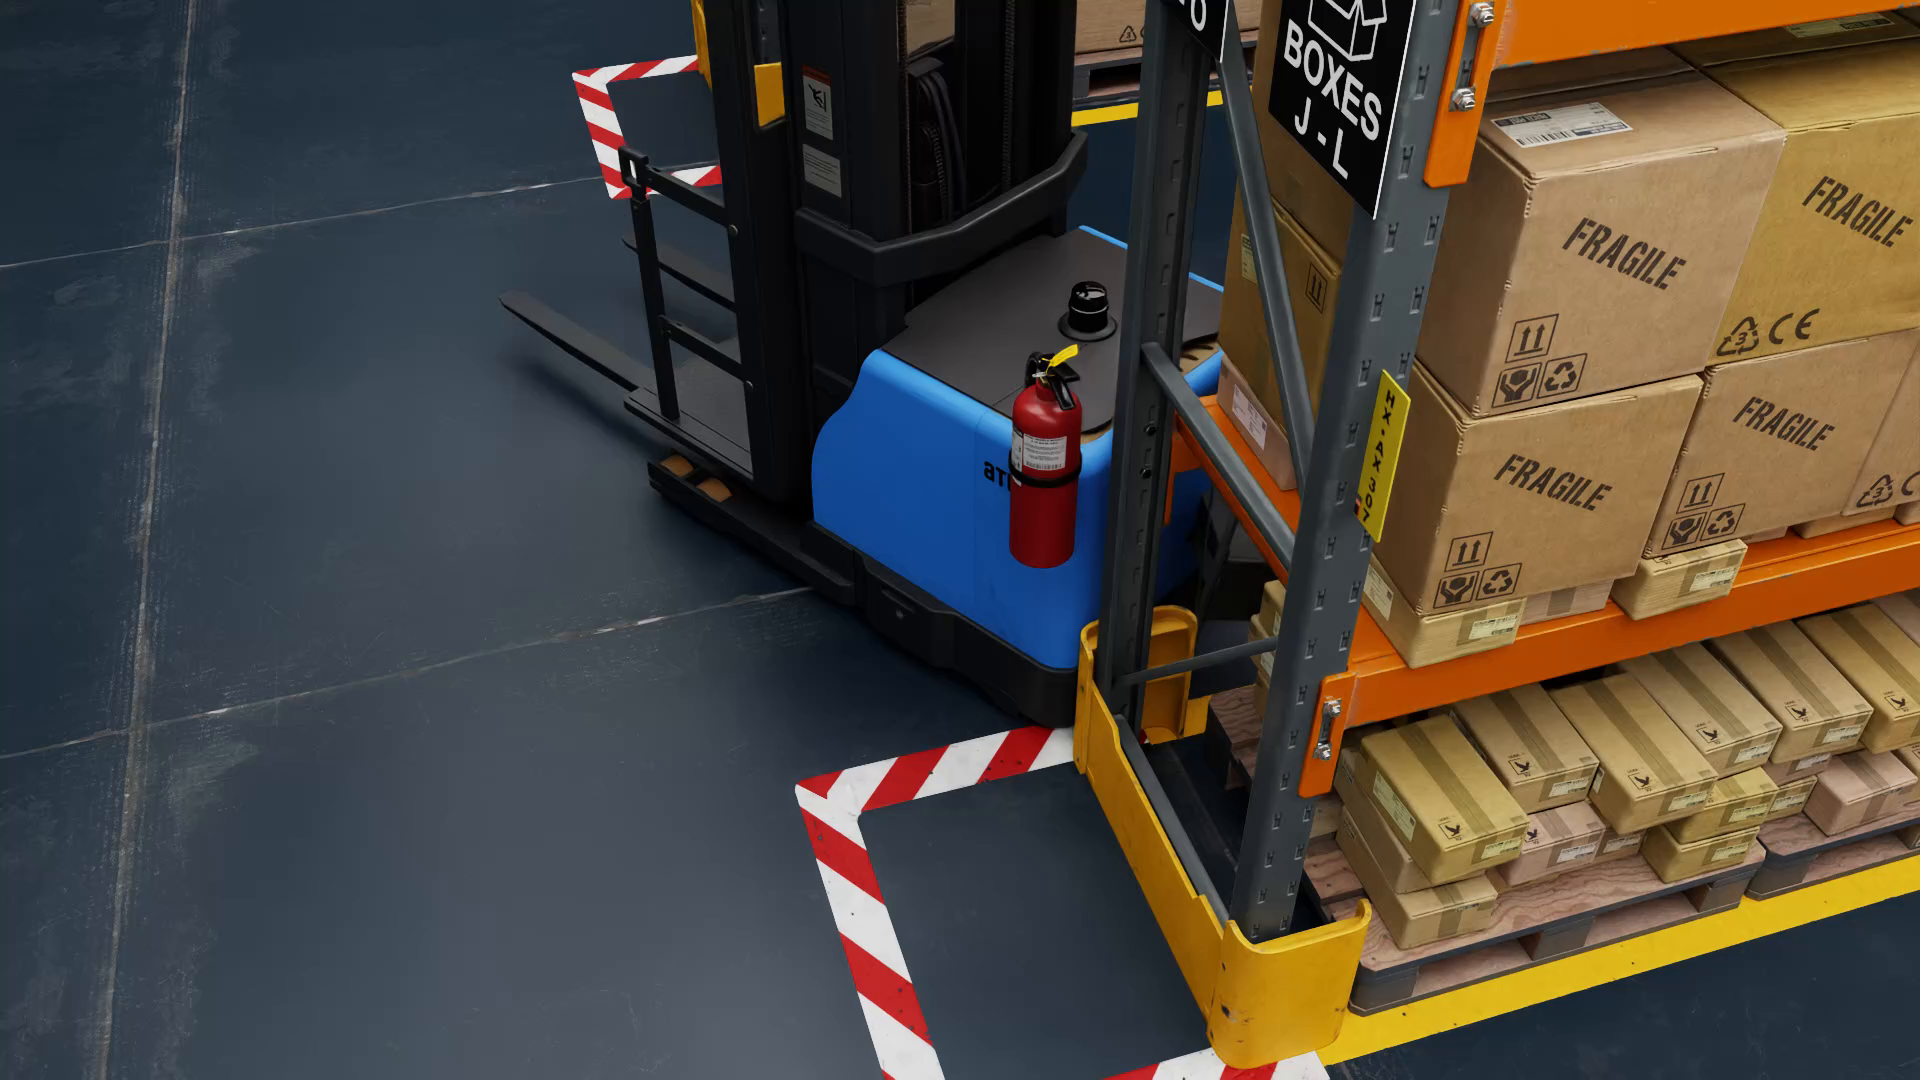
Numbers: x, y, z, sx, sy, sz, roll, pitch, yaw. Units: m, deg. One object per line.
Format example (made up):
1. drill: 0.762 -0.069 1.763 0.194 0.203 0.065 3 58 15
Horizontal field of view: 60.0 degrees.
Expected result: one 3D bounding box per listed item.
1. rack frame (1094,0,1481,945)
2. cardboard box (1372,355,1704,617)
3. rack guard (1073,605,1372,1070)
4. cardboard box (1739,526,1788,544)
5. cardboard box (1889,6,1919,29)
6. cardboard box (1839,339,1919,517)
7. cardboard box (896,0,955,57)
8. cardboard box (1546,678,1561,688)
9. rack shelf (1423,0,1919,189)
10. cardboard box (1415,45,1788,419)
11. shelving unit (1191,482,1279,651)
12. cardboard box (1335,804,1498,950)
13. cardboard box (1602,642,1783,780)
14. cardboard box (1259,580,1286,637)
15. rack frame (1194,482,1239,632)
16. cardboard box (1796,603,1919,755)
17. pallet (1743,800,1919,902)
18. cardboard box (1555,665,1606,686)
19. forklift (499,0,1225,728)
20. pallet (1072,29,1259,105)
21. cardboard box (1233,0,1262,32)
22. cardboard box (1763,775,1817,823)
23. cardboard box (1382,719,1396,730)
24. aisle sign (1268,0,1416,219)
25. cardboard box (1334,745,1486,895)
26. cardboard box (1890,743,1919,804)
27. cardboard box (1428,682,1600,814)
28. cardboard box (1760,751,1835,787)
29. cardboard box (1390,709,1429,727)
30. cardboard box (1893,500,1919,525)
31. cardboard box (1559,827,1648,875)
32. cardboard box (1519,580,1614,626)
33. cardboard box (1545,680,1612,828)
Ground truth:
1. rack frame: 0.590 -0.162 3.656 0.127 3.000 1.000 -12 42 -13
2. cardboard box: 1.101 -0.227 3.428 0.500 0.500 0.500 -10 42 -11
3. rack guard: 0.662 0.764 4.495 0.348 0.500 1.175 -12 42 -13
4. cardboard box: 1.706 -0.159 3.843 0.250 0.149 0.380 -10 42 -11
5. cardboard box: 2.080 -0.803 3.327 0.500 0.500 0.500 -13 43 -14
6. cardboard box: 2.075 -0.438 3.669 0.500 0.500 0.500 -11 42 -12
7. cardboard box: -0.394 -2.635 8.114 0.875 0.438 0.875 -13 43 -15
8. cardboard box: 1.753 0.349 4.918 0.250 0.149 0.380 -11 42 -13
9. rack shelf: 2.497 -1.416 3.358 4.000 0.370 1.077 -12 42 -13
10. cardboard box: 1.098 -0.610 3.107 0.500 0.500 0.500 -12 43 -13
11. shelving unit: 1.043 -0.431 4.614 0.503 2.100 0.431 3 39 -12
12. cardboard box: 1.186 0.851 4.344 0.250 0.149 0.380 -11 42 -12
13. cardboard box: 1.909 0.439 4.364 0.250 0.149 0.380 -14 43 -15
14. cardboard box: 1.018 0.266 4.562 0.250 0.149 0.380 -11 42 -13
15. rack frame: 0.805 -0.446 4.564 0.015 2.100 0.400 3 39 -12
16. cardboard box: 2.441 0.366 4.446 0.250 0.149 0.380 -11 42 -12
17. pallet: 2.609 0.496 5.022 1.213 0.211 1.003 -12 42 -13
18. cardboard box: 1.790 0.266 4.788 0.250 0.149 0.380 -12 43 -14
19. forklift: -0.461 -1.379 5.101 3.031 2.935 1.130 31 50 30
20. pallet: 0.907 -2.644 8.616 1.213 0.211 1.003 -12 42 -13
21. cardboard box: 1.337 -2.998 8.530 0.875 0.438 0.875 -13 43 -14
22. cardboard box: 2.137 0.602 4.628 0.250 0.149 0.380 -12 42 -13
23. cardboard box: 1.244 0.404 4.855 0.250 0.149 0.380 -10 42 -12
24. aisle sign: 0.610 -0.938 2.568 0.004 0.787 0.394 -12 42 -13
25. cardboard box: 1.167 0.699 4.292 0.250 0.149 0.380 -10 42 -11
26. cardboard box: 2.657 0.537 4.704 0.250 0.149 0.380 -12 42 -13
27. cardboard box: 1.418 0.509 4.283 0.250 0.149 0.380 -11 42 -12
28. cardboard box: 2.153 0.482 4.540 0.250 0.149 0.380 -14 43 -15
29. cardboard box: 1.273 0.340 4.702 0.250 0.149 0.380 -13 43 -14
30. cardboard box: 2.216 -0.228 3.922 0.250 0.149 0.380 -12 43 -14
31. cardboard box: 1.645 0.694 4.523 0.250 0.149 0.380 -11 42 -13
32. cardboard box: 1.227 -0.002 3.664 0.250 0.149 0.380 -10 42 -12
33. cardboard box: 1.652 0.576 4.432 0.250 0.149 0.380 -11 42 -13
